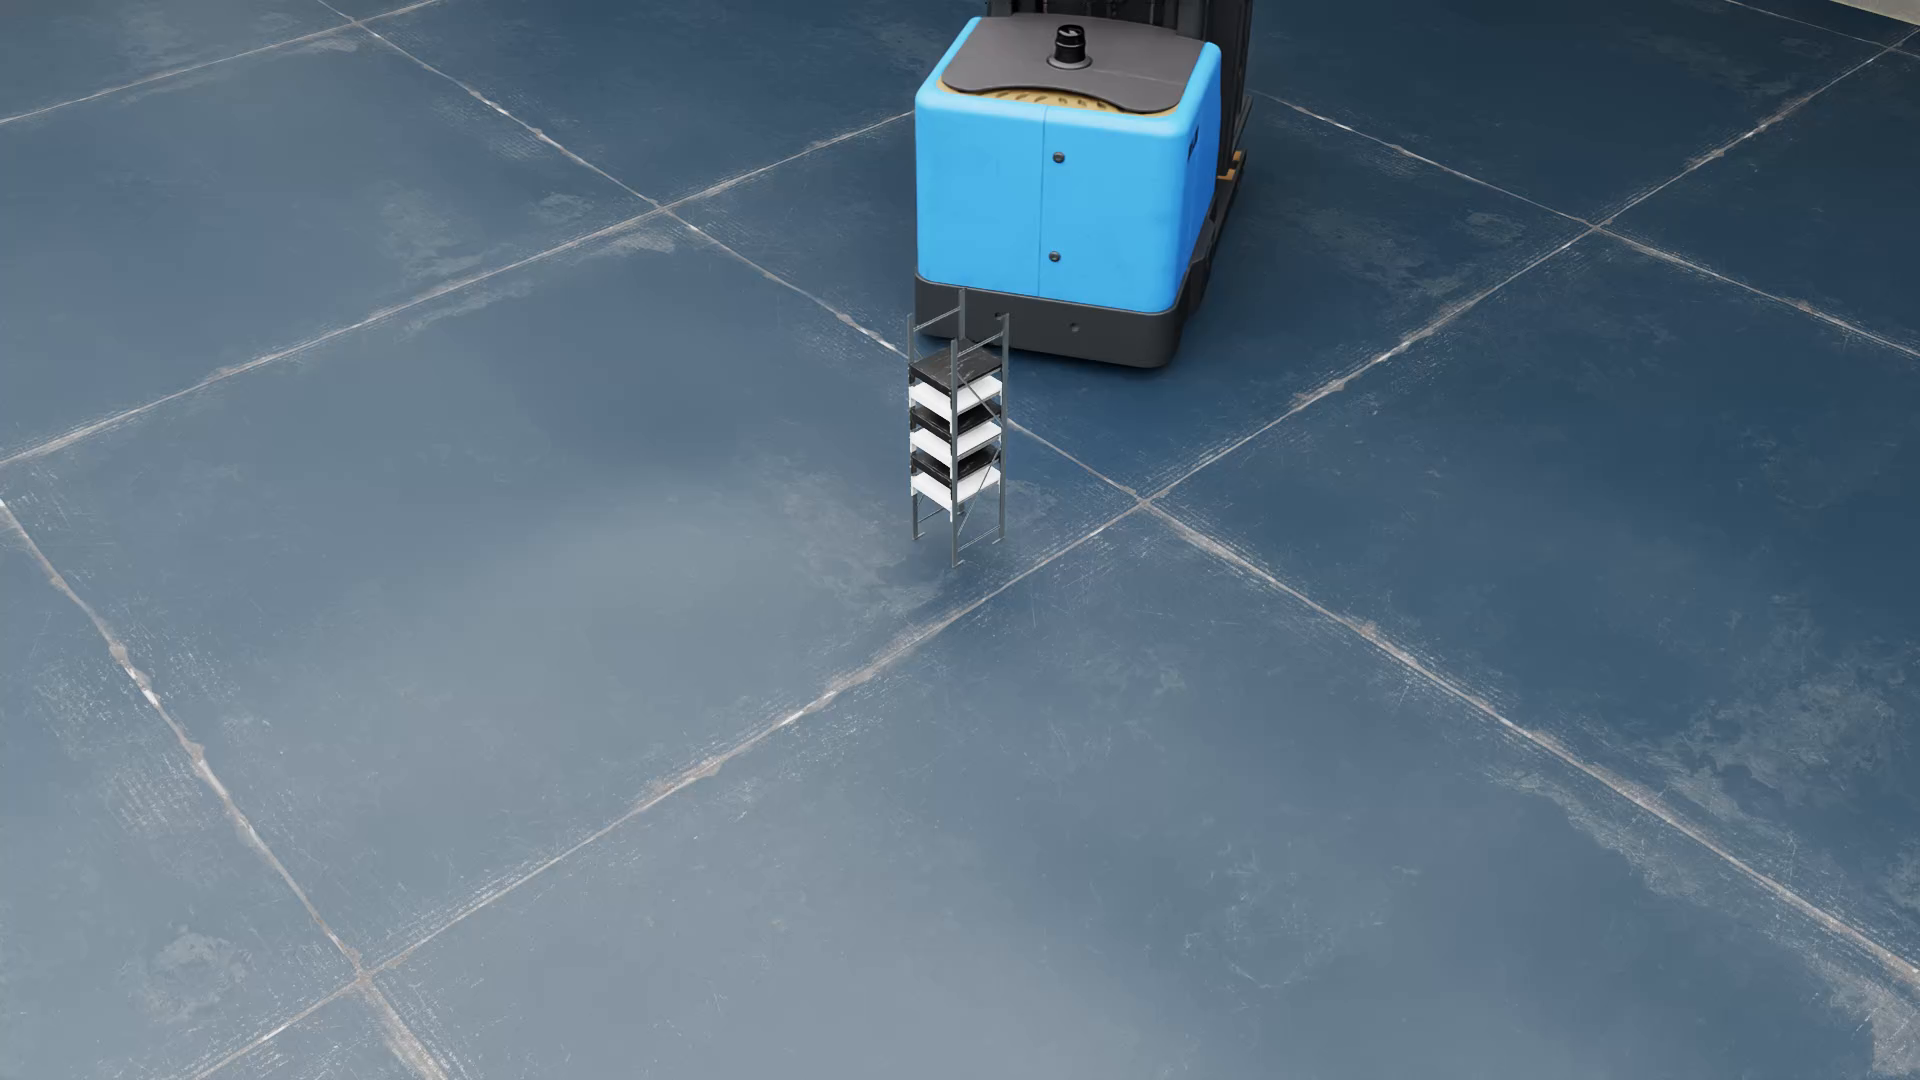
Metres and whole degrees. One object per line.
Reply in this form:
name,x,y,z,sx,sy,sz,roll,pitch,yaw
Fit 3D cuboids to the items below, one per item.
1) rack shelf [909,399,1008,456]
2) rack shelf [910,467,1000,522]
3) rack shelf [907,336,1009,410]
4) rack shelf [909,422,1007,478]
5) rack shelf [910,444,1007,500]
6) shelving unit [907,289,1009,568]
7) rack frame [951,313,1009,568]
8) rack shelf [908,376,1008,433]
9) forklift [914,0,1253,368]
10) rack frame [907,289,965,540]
rack shelf,-0.005,-0.398,5.436,0.258,0.077,0.200,-30,48,-32
rack shelf,-0.005,-0.188,5.606,0.258,0.077,0.200,-30,48,-32
rack shelf,-0.005,-0.538,5.323,0.258,0.077,0.200,-30,48,-32
rack shelf,-0.005,-0.328,5.493,0.258,0.077,0.200,-30,48,-32
rack shelf,-0.005,-0.258,5.549,0.258,0.077,0.200,-30,48,-32
shelving unit,-0.005,-0.354,5.472,0.258,0.900,0.210,-30,48,-32
rack frame,0.063,-0.307,5.414,0.240,0.900,0.006,-30,48,-32
rack shelf,-0.005,-0.468,5.380,0.258,0.077,0.200,-30,48,-32
forklift,0.716,-2.742,6.812,1.130,2.935,3.031,10,40,12
rack frame,-0.074,-0.401,5.530,0.240,0.900,0.006,-30,48,-32
